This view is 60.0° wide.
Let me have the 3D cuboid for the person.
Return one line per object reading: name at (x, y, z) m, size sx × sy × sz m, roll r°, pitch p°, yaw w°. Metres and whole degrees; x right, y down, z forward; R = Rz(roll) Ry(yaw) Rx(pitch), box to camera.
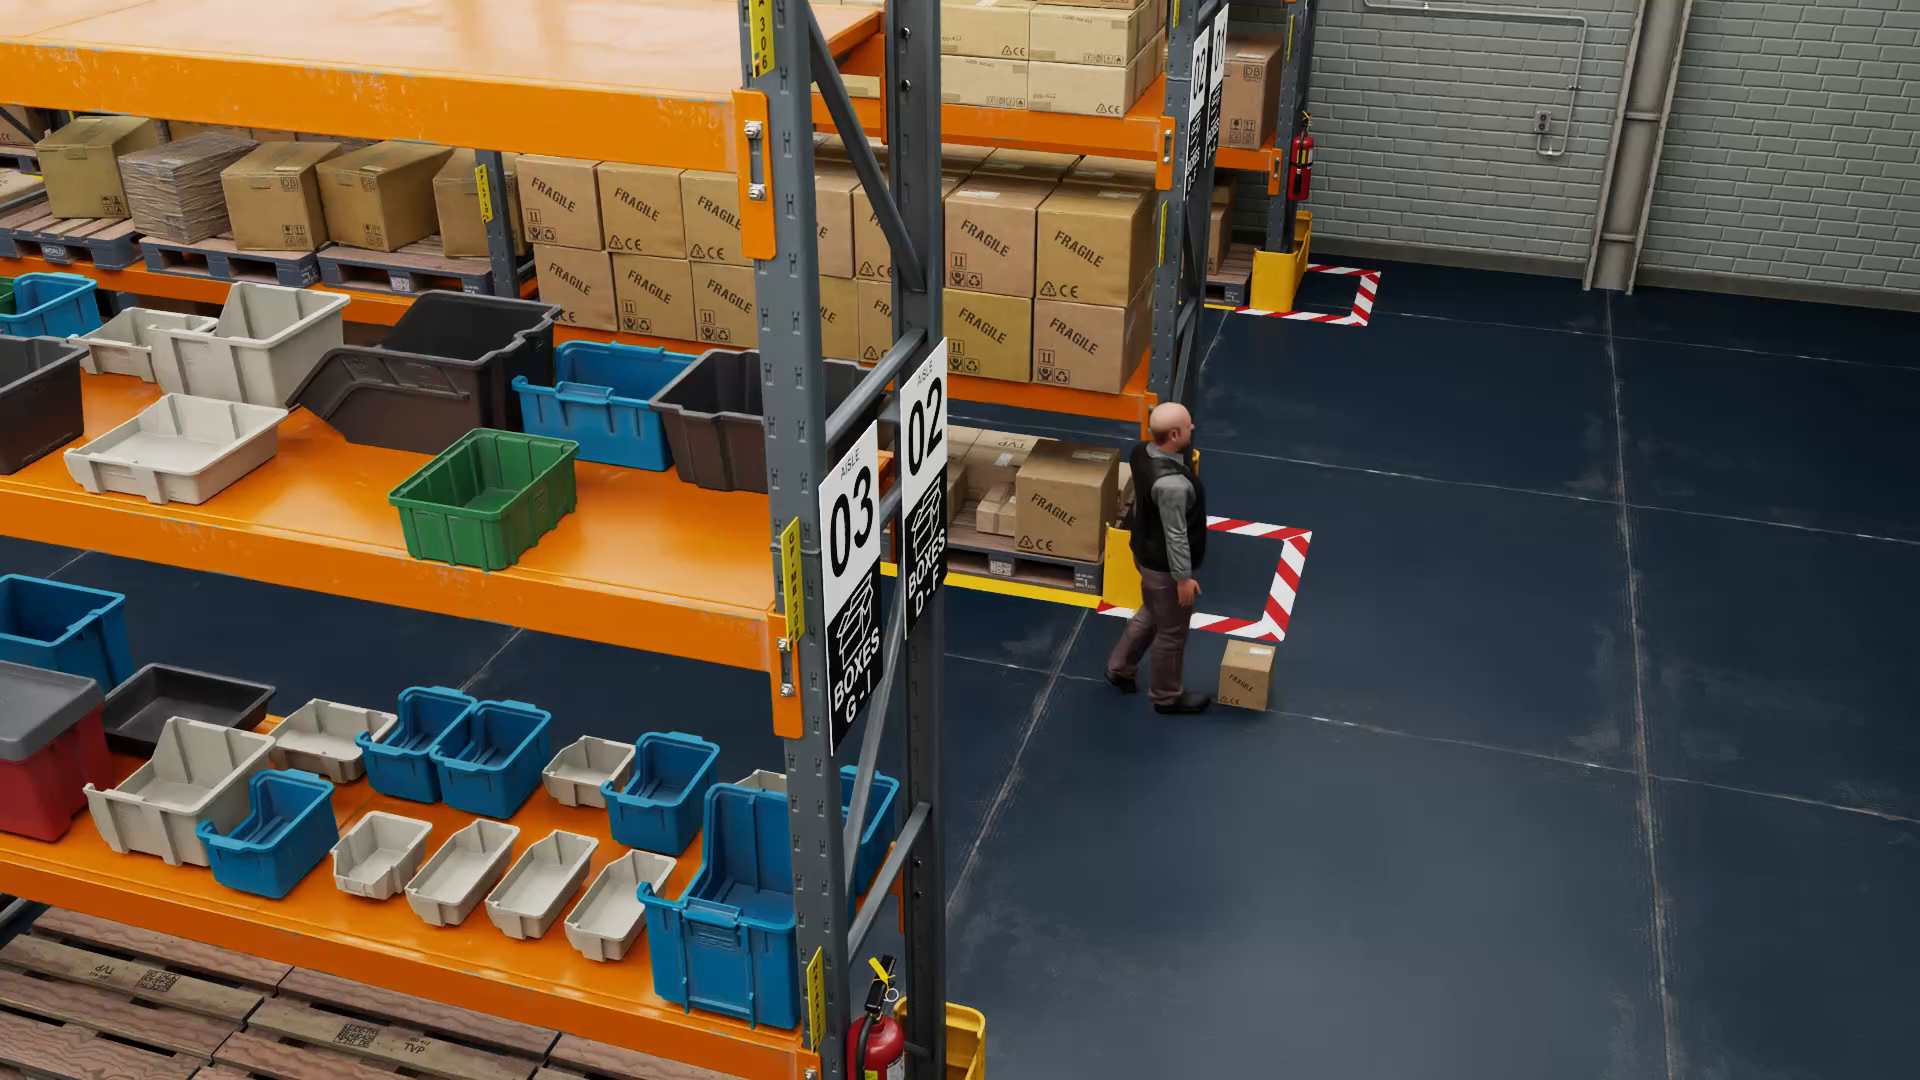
person at (1.045, 0.136, 8.358) m, size 0.516 × 1.792 × 0.562 m, roll -5°, pitch 29°, yaw -8°
